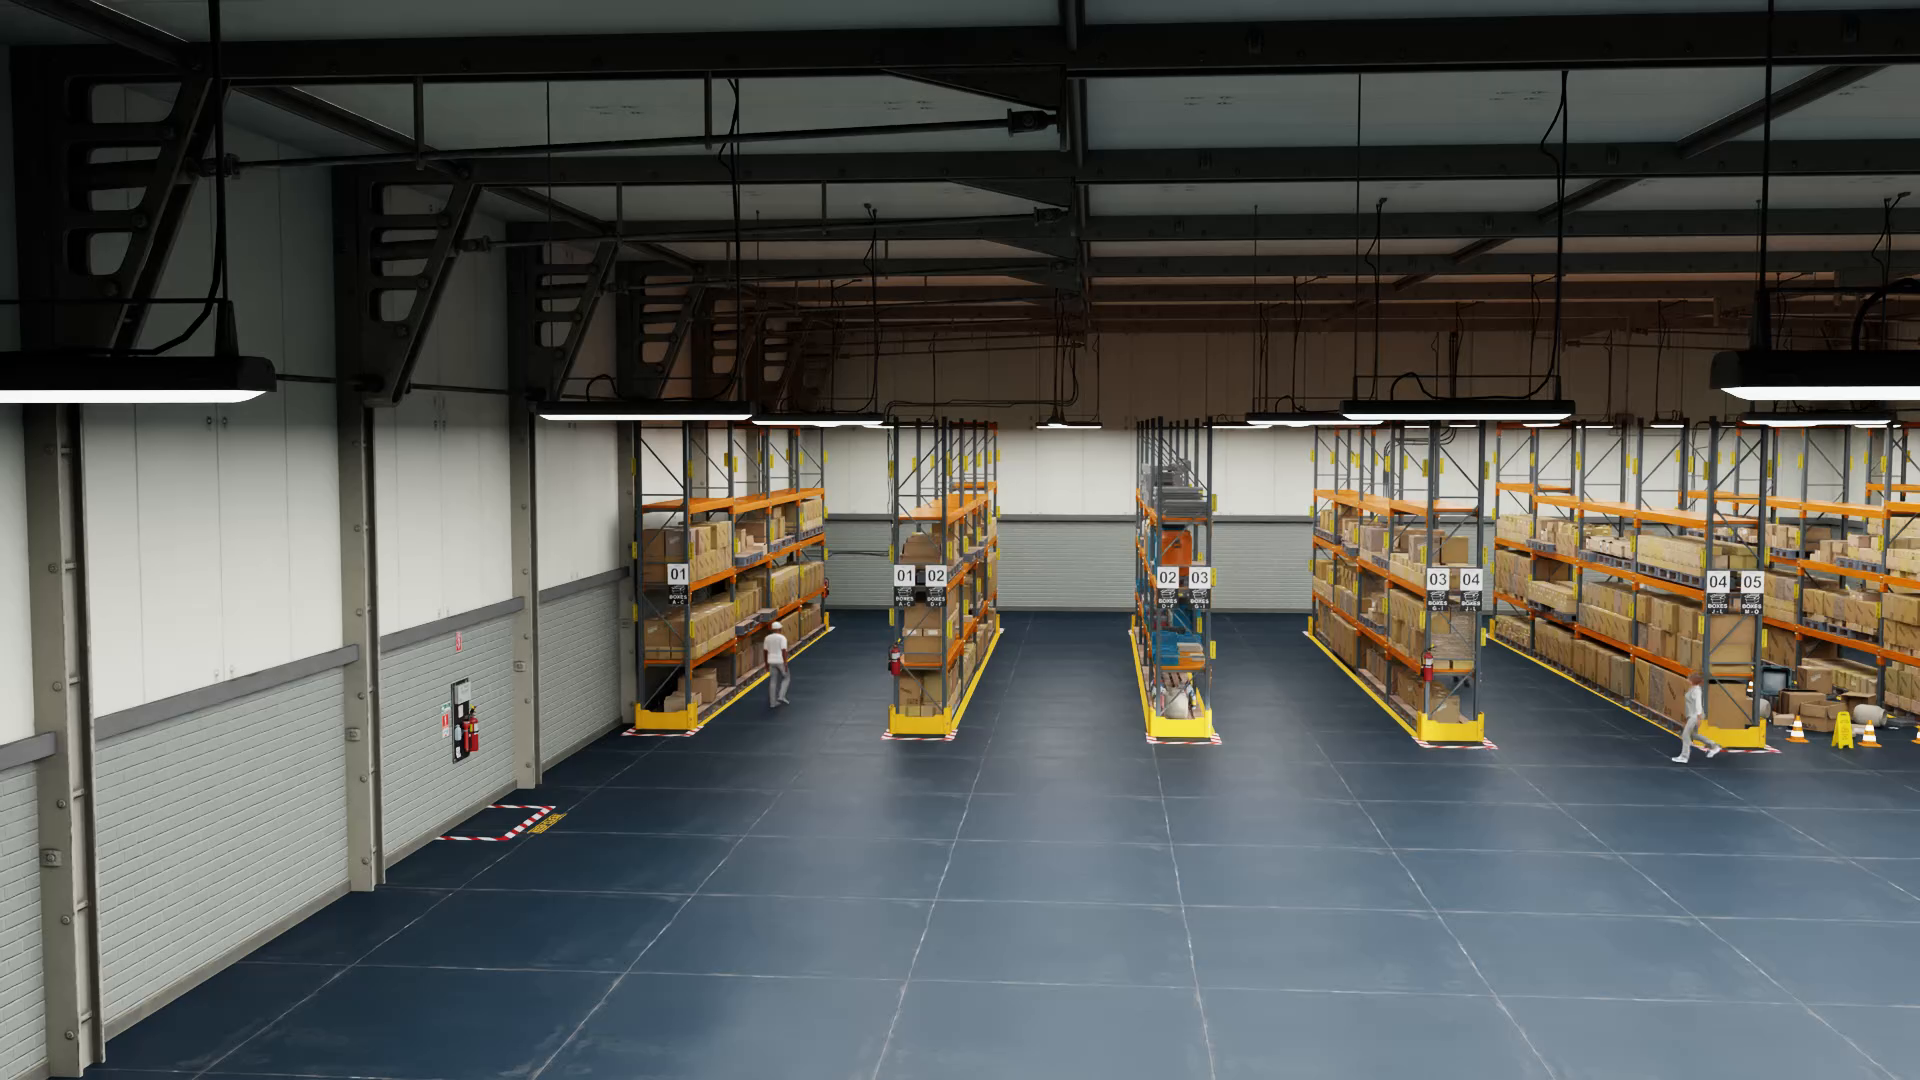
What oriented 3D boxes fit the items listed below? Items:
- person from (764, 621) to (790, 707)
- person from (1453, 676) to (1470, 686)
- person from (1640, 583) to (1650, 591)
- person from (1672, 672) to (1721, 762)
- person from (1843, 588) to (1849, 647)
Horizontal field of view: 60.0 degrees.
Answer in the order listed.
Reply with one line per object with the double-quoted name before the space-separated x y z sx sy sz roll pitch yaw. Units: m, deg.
"person" -3.824 2.568 34.634 0.598 1.744 0.529 1 4 18
"person" 11.269 2.403 37.544 0.541 1.681 0.919 1 4 18
"person" 19.425 1.758 47.125 0.783 1.774 0.550 1 4 8
"person" 12.722 3.069 28.670 0.847 1.528 0.416 0 4 7
"person" 23.408 2.017 43.971 0.723 1.678 0.654 1 4 16
